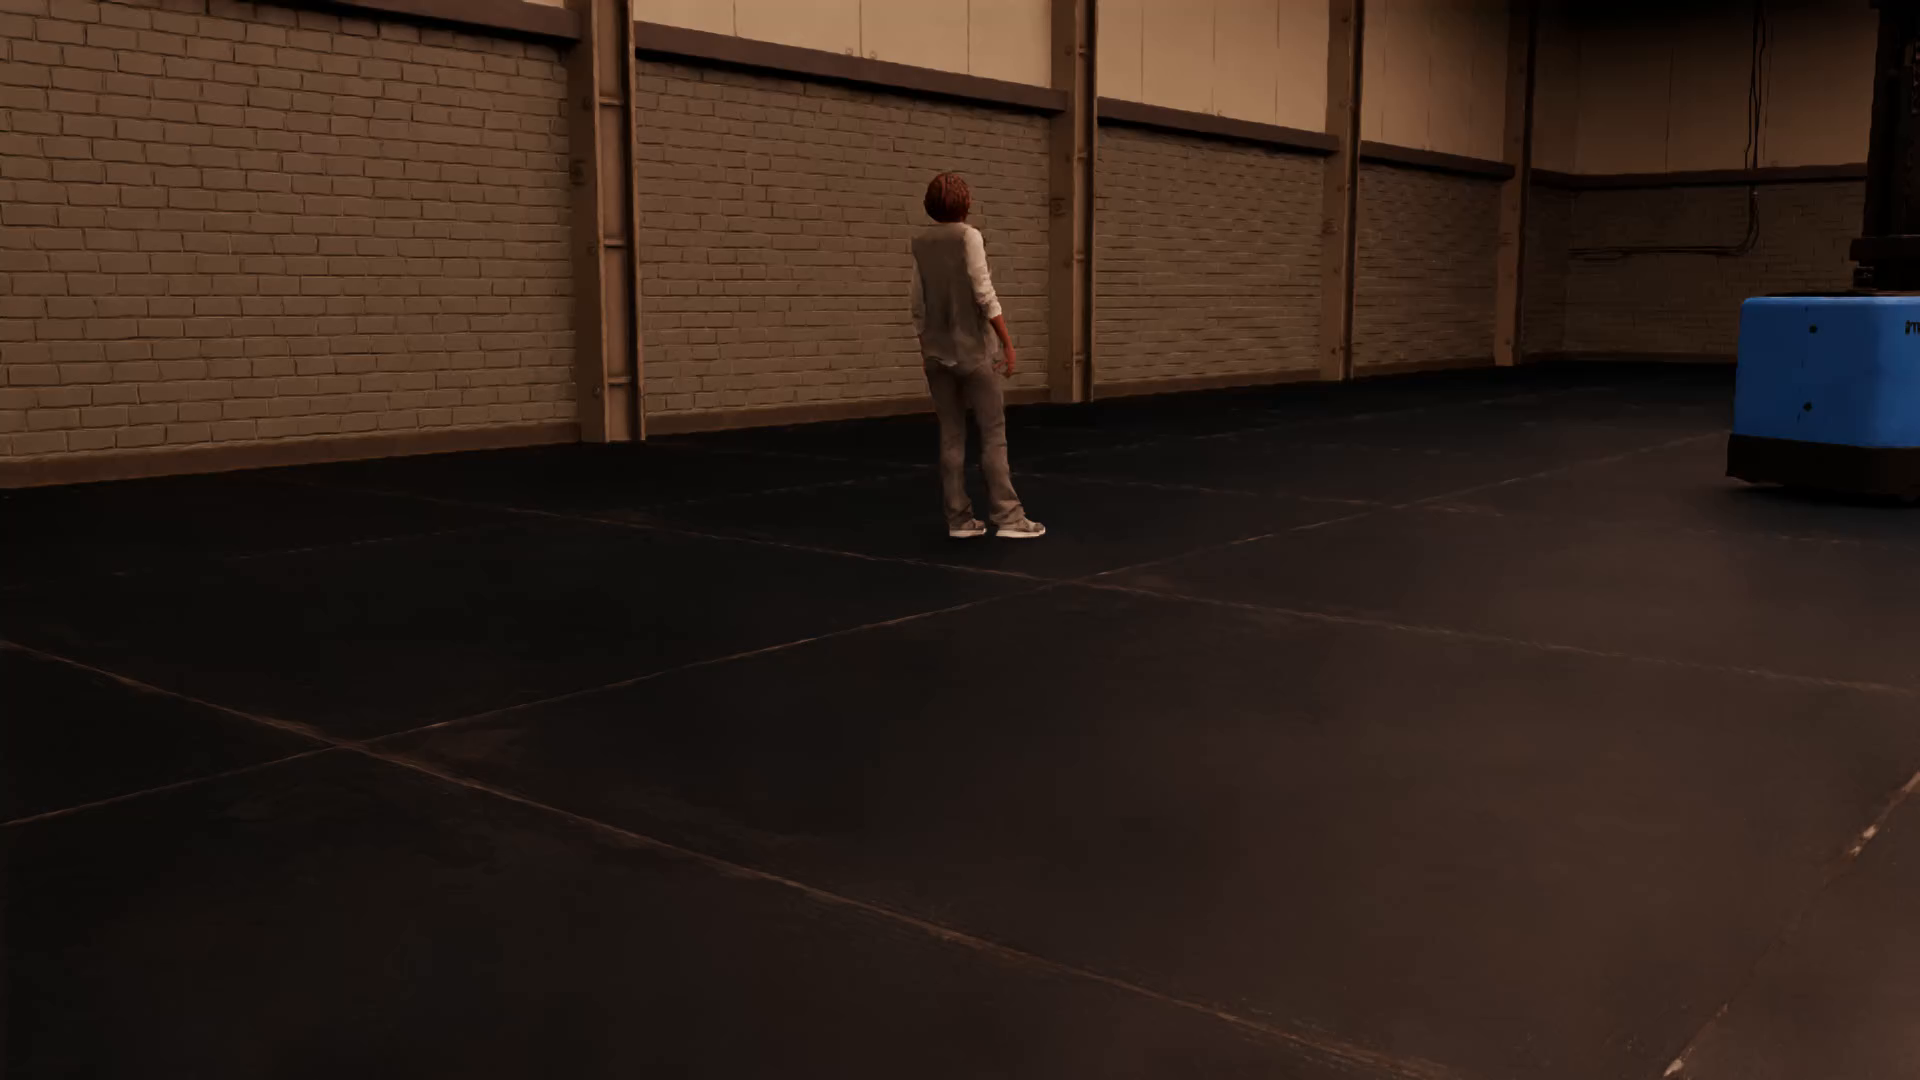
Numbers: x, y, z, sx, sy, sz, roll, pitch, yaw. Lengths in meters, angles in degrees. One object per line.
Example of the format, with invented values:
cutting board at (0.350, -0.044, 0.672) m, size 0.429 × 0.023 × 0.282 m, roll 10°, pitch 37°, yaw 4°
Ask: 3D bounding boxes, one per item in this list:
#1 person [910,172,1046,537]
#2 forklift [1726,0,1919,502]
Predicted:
person at (0.058, -0.804, 7.337) m, size 0.521 × 1.597 × 0.473 m, roll 7°, pitch 11°, yaw 38°
forklift at (5.897, -1.750, 9.240) m, size 3.031 × 2.935 × 1.130 m, roll -3°, pitch 9°, yaw -19°
